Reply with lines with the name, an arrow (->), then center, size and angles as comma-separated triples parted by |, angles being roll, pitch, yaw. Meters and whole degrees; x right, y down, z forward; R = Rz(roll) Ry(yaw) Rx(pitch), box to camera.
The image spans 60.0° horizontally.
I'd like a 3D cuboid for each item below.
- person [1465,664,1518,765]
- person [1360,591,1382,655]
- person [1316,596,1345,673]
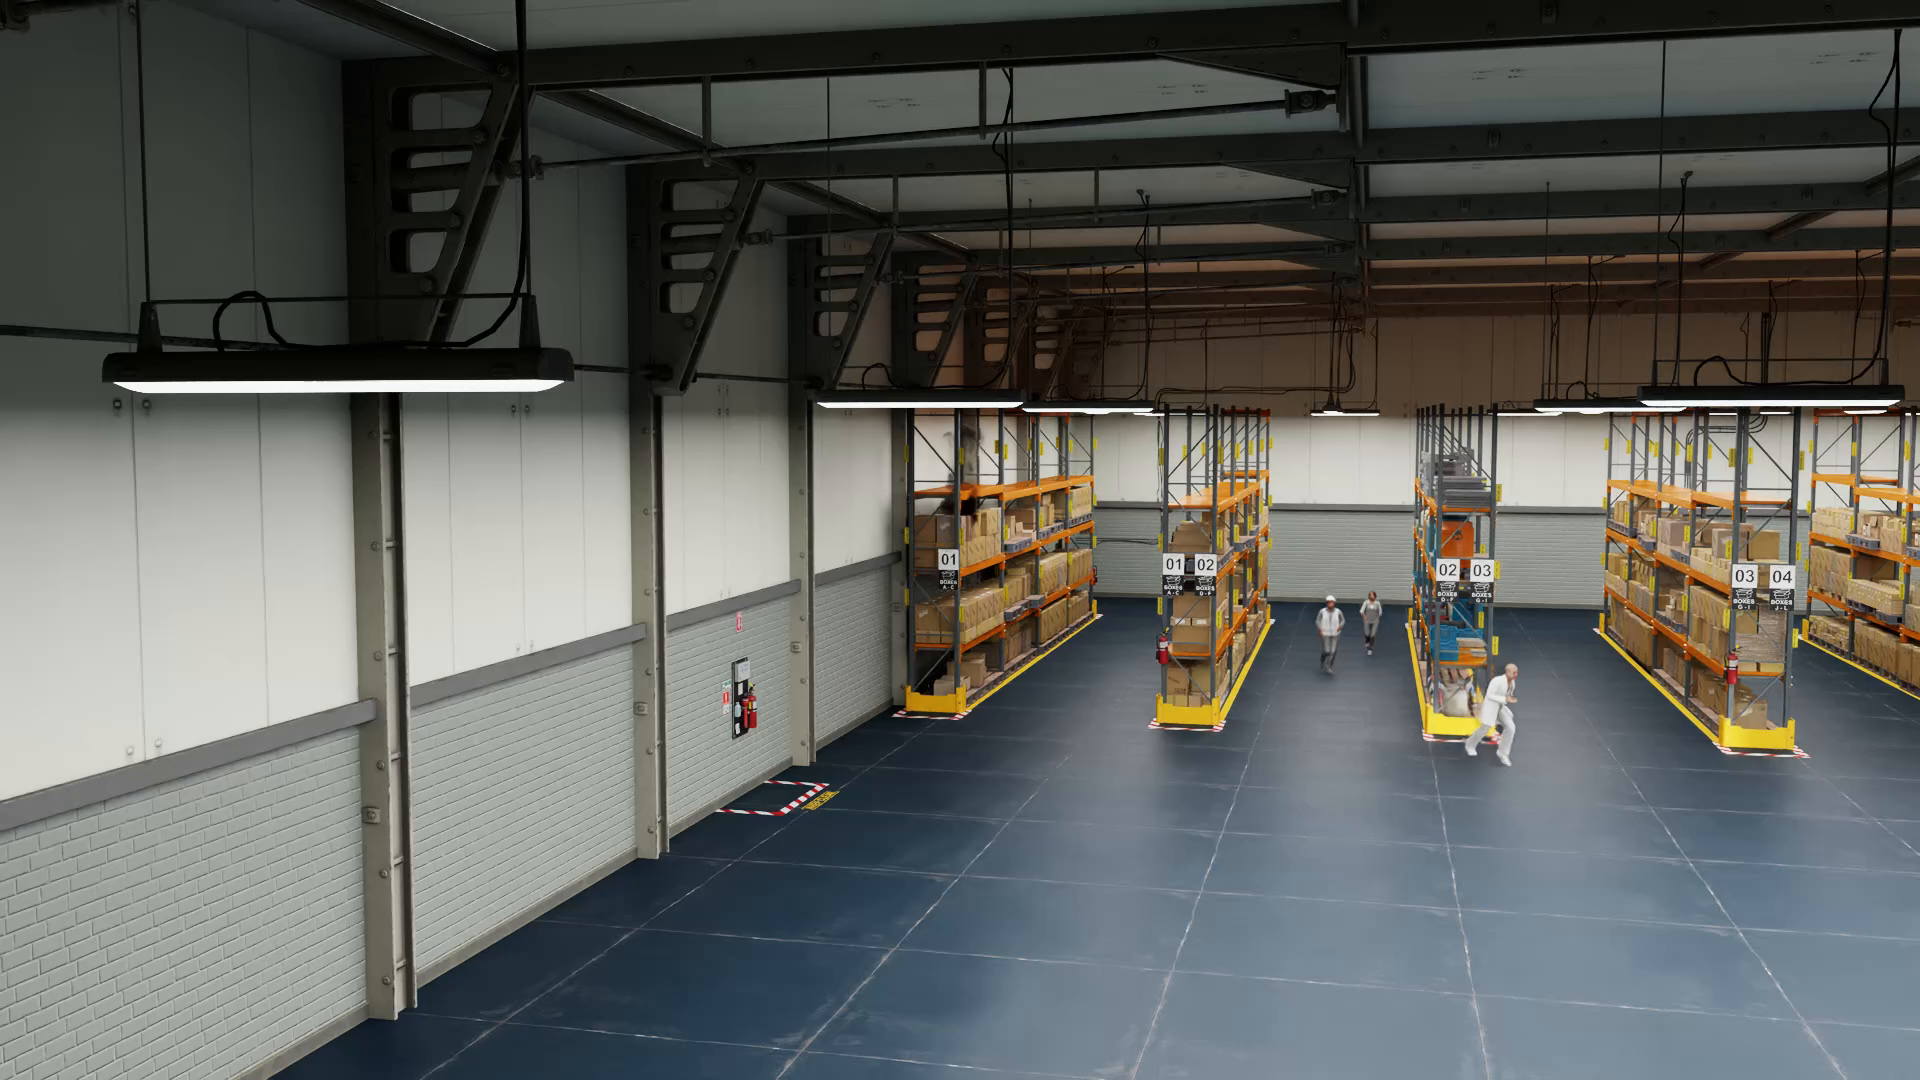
person -> 8.906, 2.890, 27.803 | 0.753, 1.739, 1.072 | -3, 5, -34
person -> 9.974, 2.008, 40.338 | 0.516, 1.554, 0.529 | 1, 4, 13
person -> 8.360, 2.131, 37.487 | 0.651, 1.743, 0.607 | 1, 4, 7
